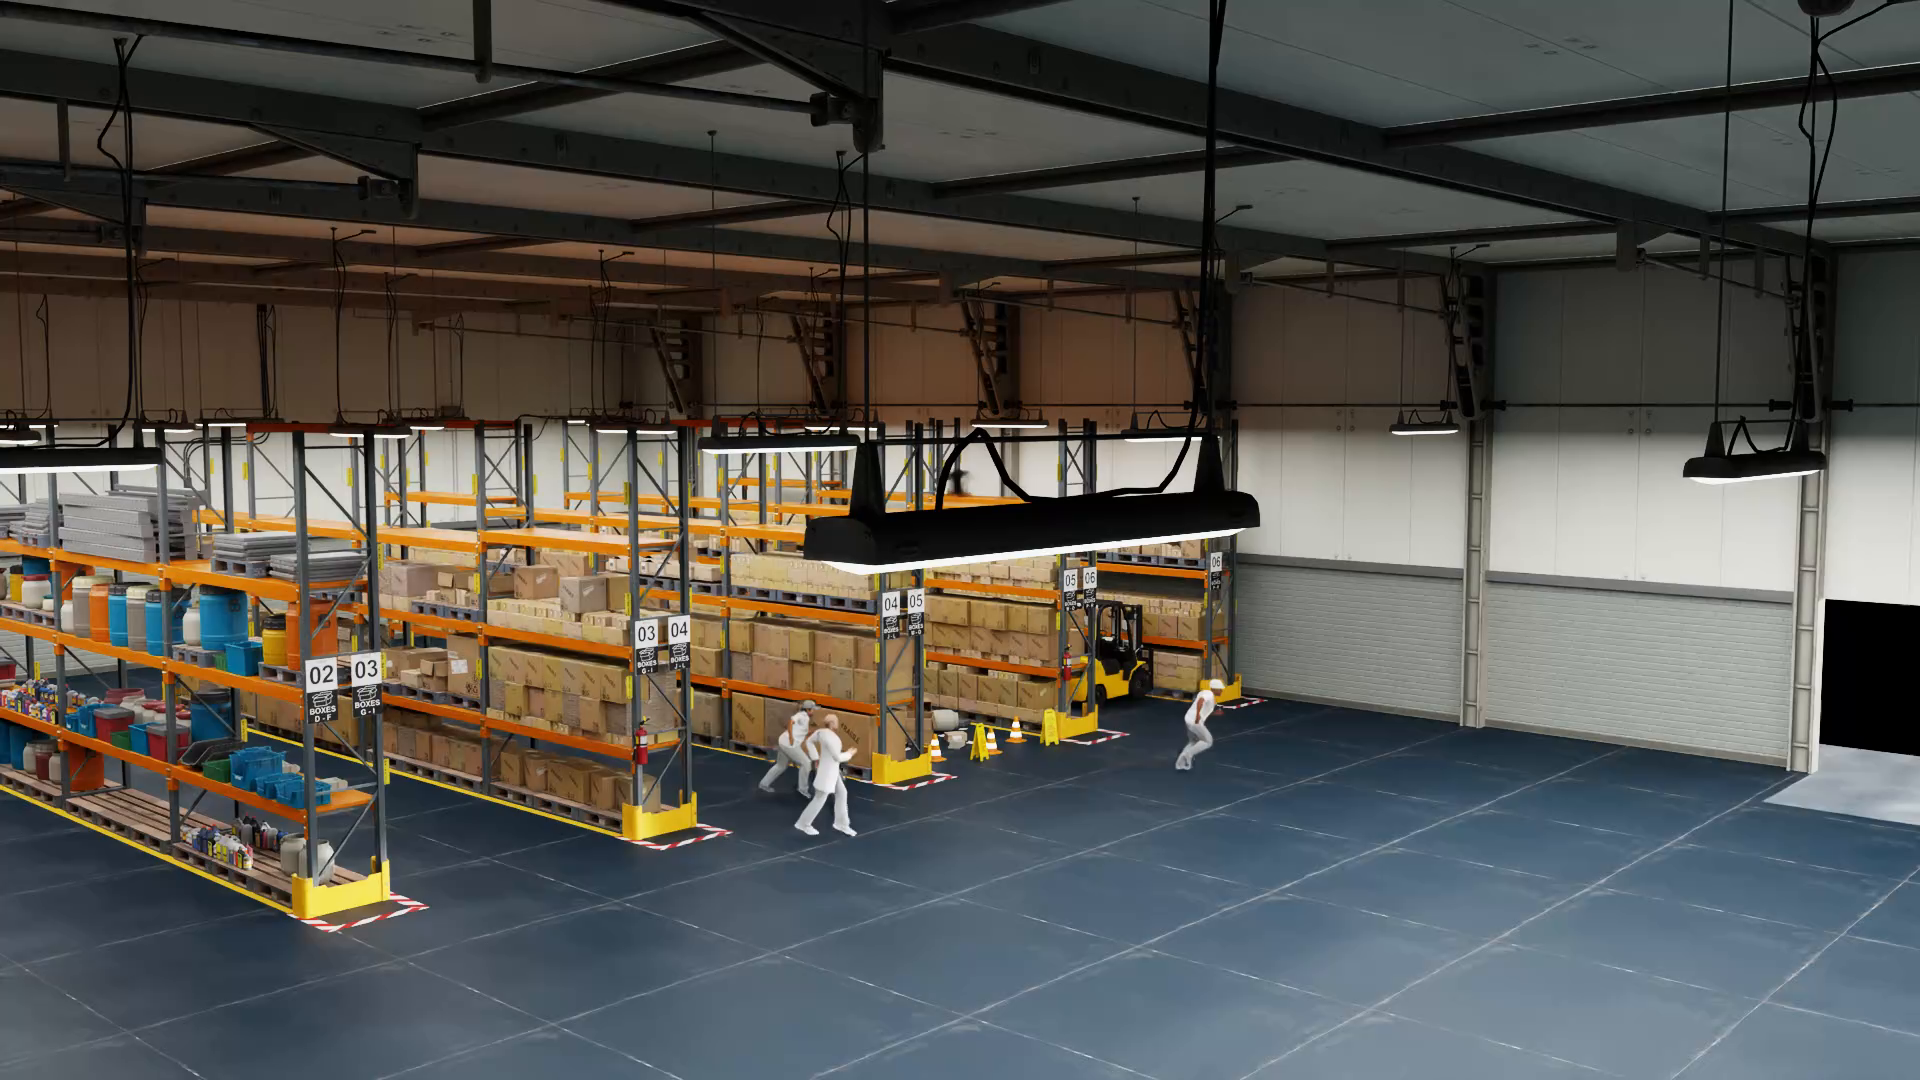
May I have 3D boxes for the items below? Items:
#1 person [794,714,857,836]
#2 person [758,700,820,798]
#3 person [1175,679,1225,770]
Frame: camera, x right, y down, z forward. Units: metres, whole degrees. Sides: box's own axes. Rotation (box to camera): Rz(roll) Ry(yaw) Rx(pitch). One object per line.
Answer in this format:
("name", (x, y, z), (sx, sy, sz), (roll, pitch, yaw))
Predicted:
("person", (-1.955, 3.445, 24.244), (0.932, 1.831, 0.670), (-1, 5, -8))
("person", (-2.749, 3.394, 26.748), (1.016, 1.627, 0.654), (0, 5, -6))
("person", (4.162, 3.194, 28.669), (0.872, 1.578, 0.738), (0, 5, -4))
